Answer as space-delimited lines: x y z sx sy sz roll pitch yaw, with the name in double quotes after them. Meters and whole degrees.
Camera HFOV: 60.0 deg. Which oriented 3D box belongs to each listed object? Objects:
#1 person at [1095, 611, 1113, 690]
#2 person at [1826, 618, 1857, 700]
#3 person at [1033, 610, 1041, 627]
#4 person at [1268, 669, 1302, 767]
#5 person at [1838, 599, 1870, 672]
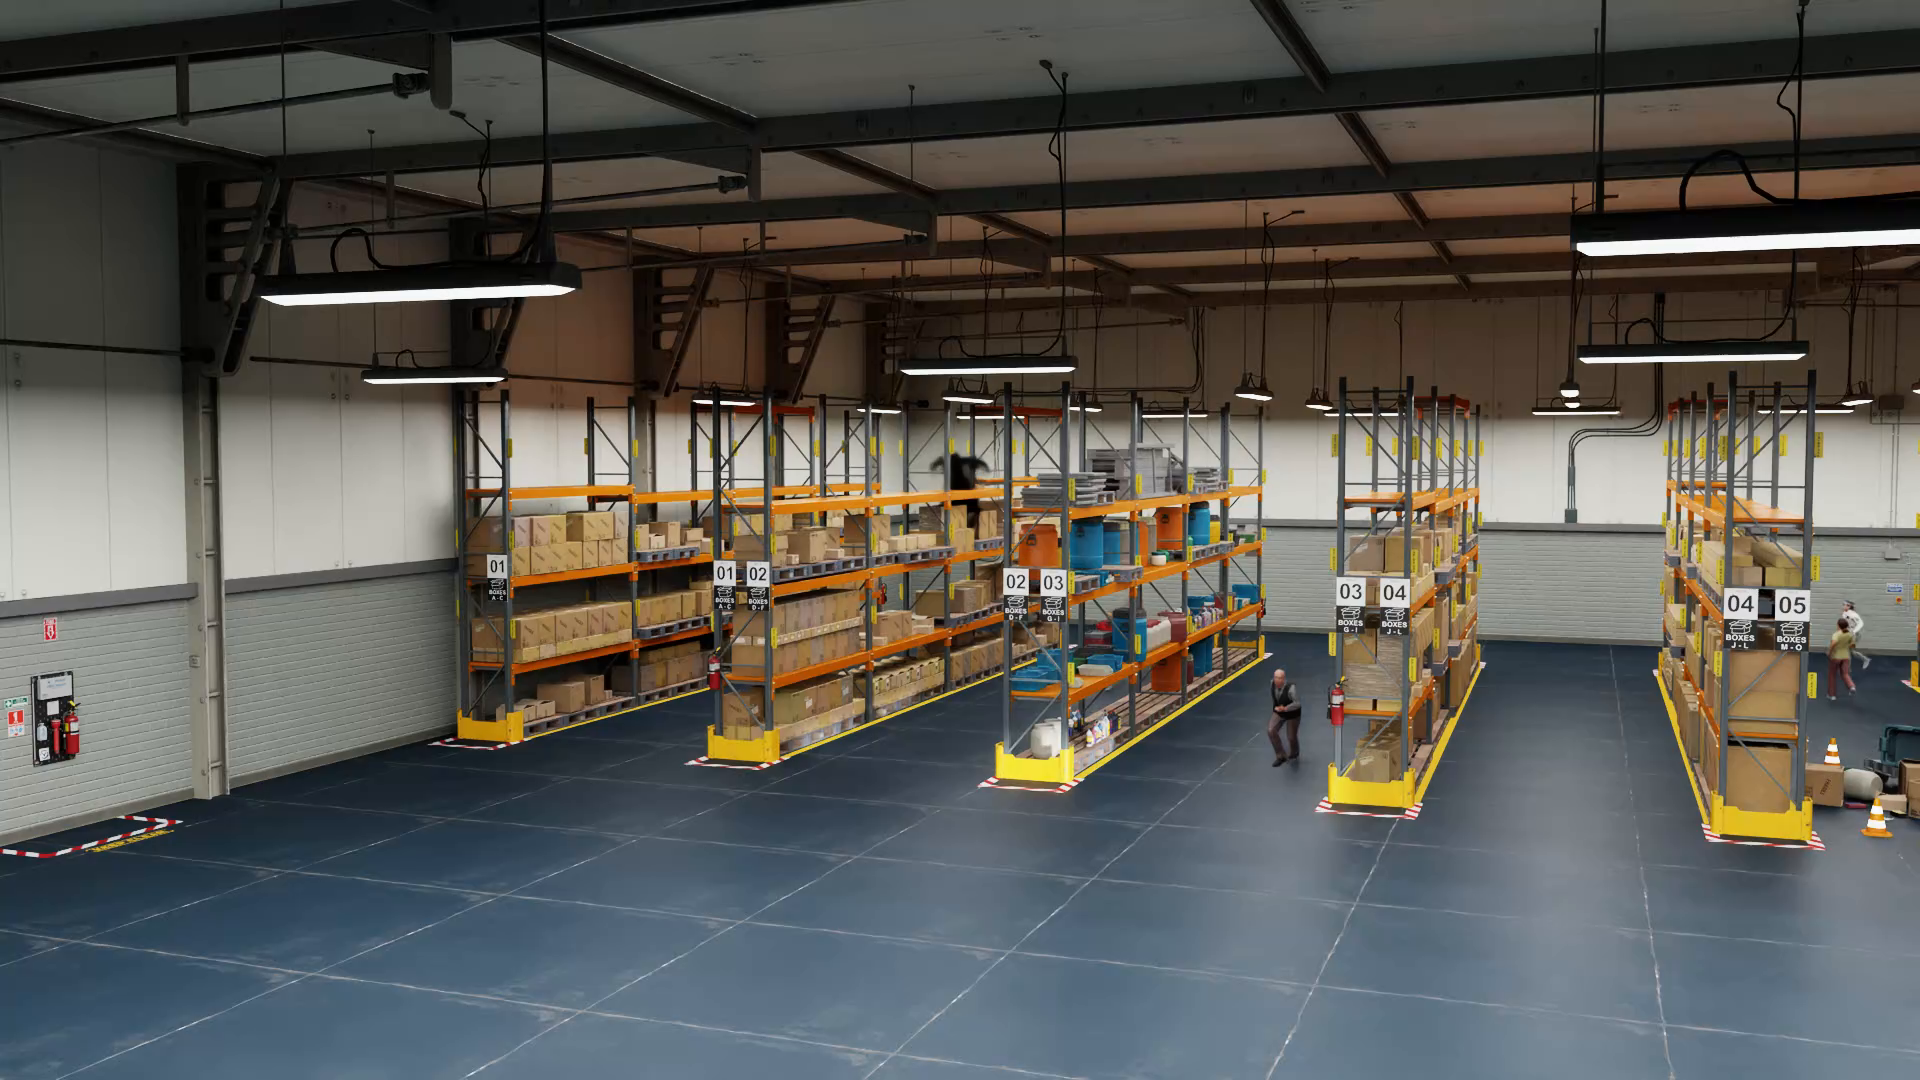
3.101 2.291 34.499 0.638 1.658 0.746 1 3 10 "person"
17.366 2.364 32.772 0.574 1.644 0.904 0 3 2 "person"
2.175 1.761 42.868 1.032 1.716 0.661 2 4 32 "person"
5.154 2.766 26.166 0.657 1.544 1.101 2 4 36 "person"
20.058 2.140 37.234 0.727 1.645 0.622 0 3 1 "person"
